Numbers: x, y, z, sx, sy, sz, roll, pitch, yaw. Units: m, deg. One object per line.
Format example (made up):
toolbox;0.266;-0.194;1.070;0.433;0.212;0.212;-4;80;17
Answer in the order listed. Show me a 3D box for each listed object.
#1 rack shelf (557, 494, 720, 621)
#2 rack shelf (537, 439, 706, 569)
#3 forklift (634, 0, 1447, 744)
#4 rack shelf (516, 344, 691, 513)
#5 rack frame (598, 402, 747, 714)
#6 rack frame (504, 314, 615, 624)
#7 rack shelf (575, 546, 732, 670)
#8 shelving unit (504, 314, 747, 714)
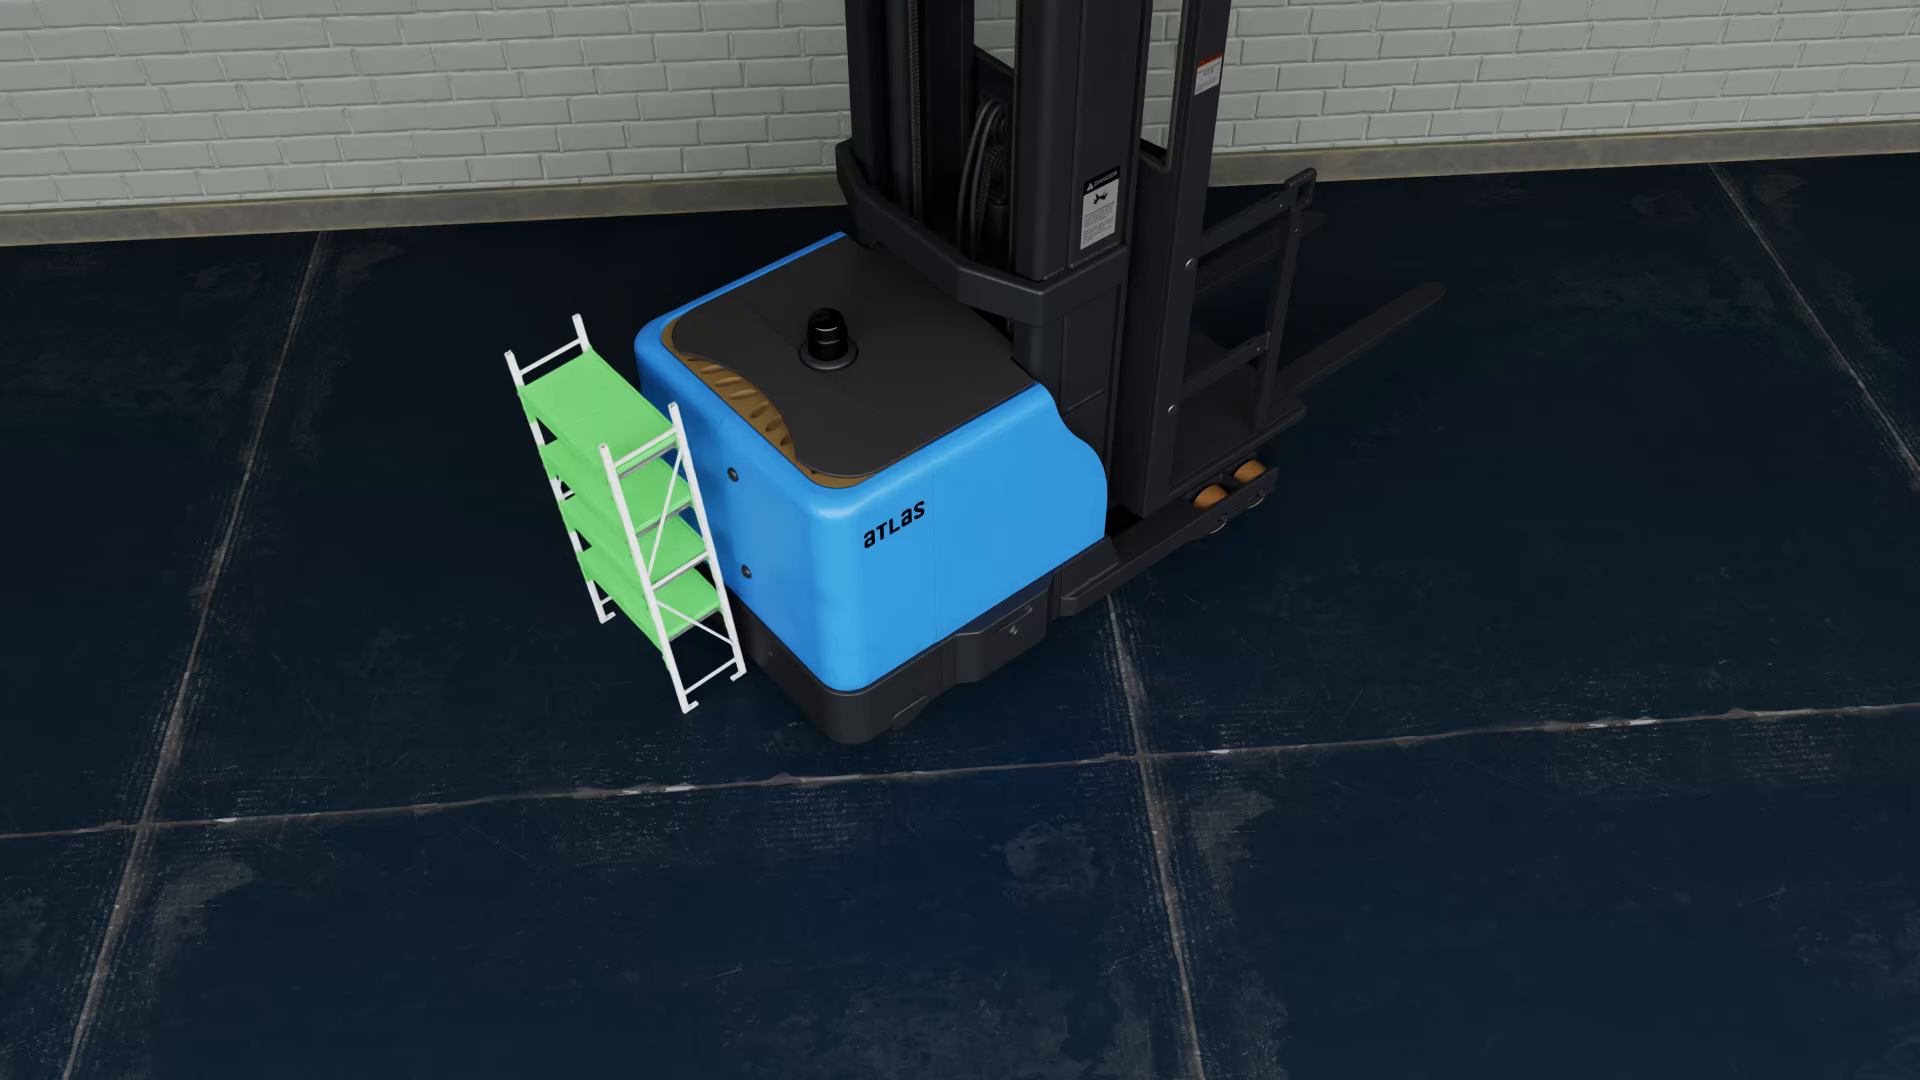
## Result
rack shelf;-0.967;-0.004;5.003;0.258;0.148;0.480;-34;55;-23
rack shelf;-0.980;-0.161;4.822;0.258;0.148;0.480;-34;55;-23
forklift;0.485;-1.300;4.962;3.031;2.935;1.130;-31;54;-26
rack shelf;-0.994;-0.317;4.640;0.258;0.148;0.480;-34;55;-23
rack frame;-0.813;0.089;4.827;0.240;1.200;0.015;-34;55;-23
rack frame;-1.128;-0.181;5.083;0.240;1.200;0.015;-34;55;-23
rack shelf;-0.953;0.152;5.185;0.258;0.148;0.480;-34;55;-23
shelving unit;-0.970;-0.046;4.955;0.258;1.200;0.503;-34;55;-23
